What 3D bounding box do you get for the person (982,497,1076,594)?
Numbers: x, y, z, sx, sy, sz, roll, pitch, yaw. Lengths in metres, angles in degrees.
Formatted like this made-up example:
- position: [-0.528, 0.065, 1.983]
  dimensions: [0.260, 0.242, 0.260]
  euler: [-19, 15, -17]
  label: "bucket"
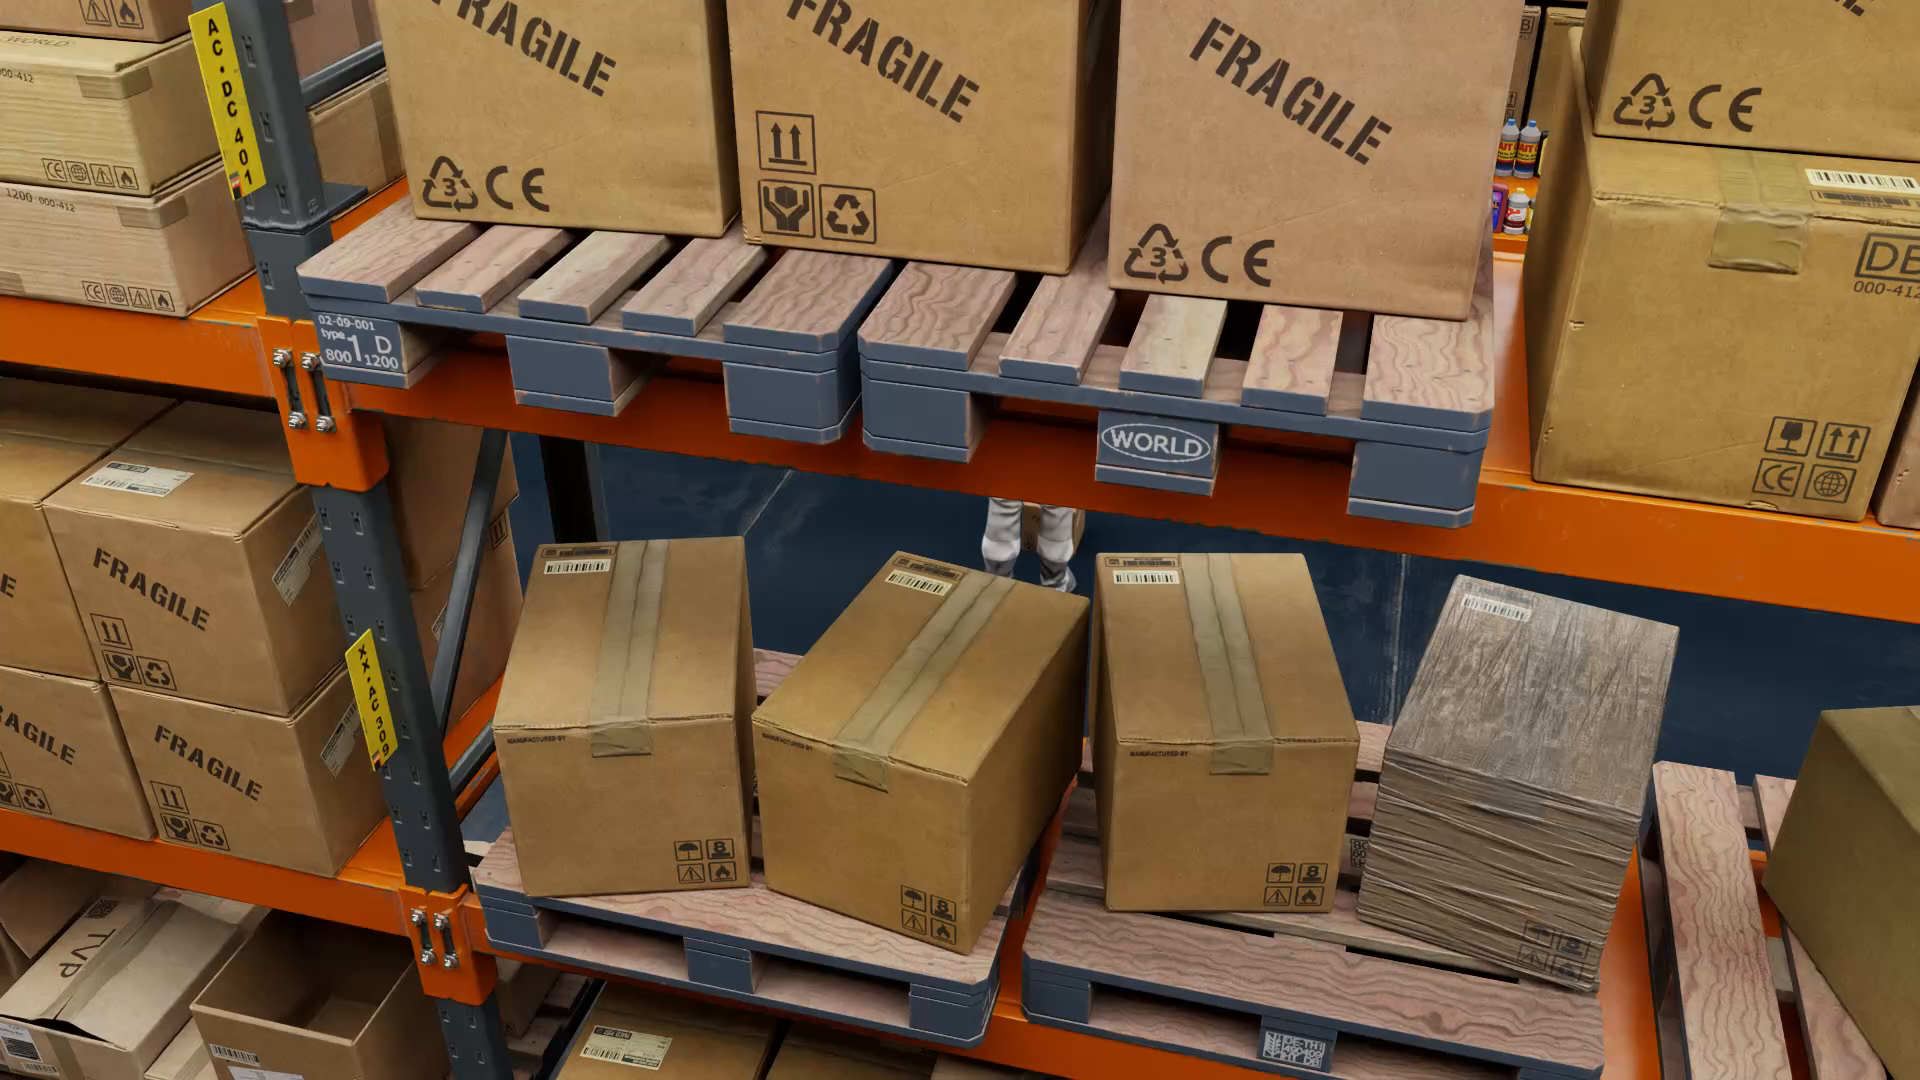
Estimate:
- position: [0.307, -0.485, 6.924]
  dimensions: [0.524, 1.839, 0.386]
  euler: [9, 34, 13]
  label: "person"
